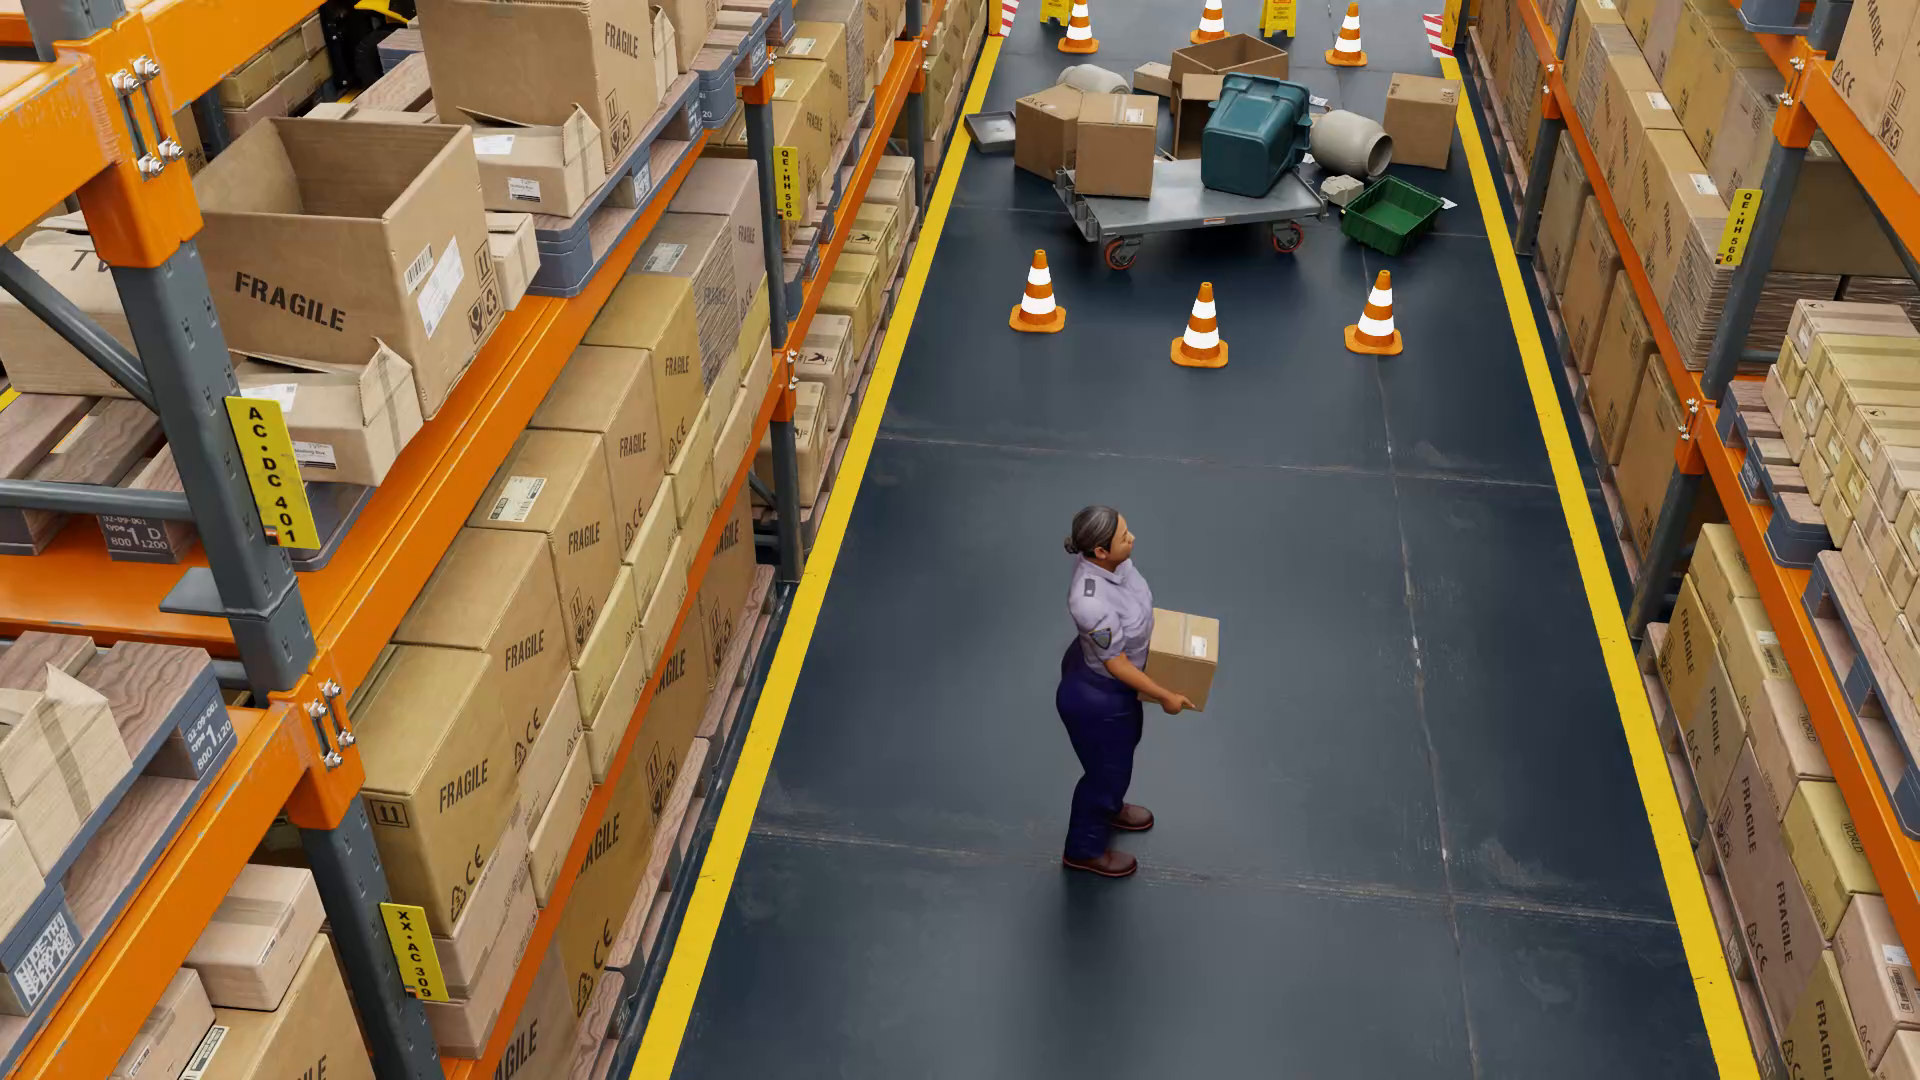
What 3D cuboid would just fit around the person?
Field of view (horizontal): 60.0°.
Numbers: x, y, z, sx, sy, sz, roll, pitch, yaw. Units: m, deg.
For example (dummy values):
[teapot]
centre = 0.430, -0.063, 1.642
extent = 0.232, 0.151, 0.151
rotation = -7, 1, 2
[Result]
[person]
centre = 0.627, 0.565, 6.293
extent = 0.517, 1.637, 0.453
rotation = 5, 37, 7
